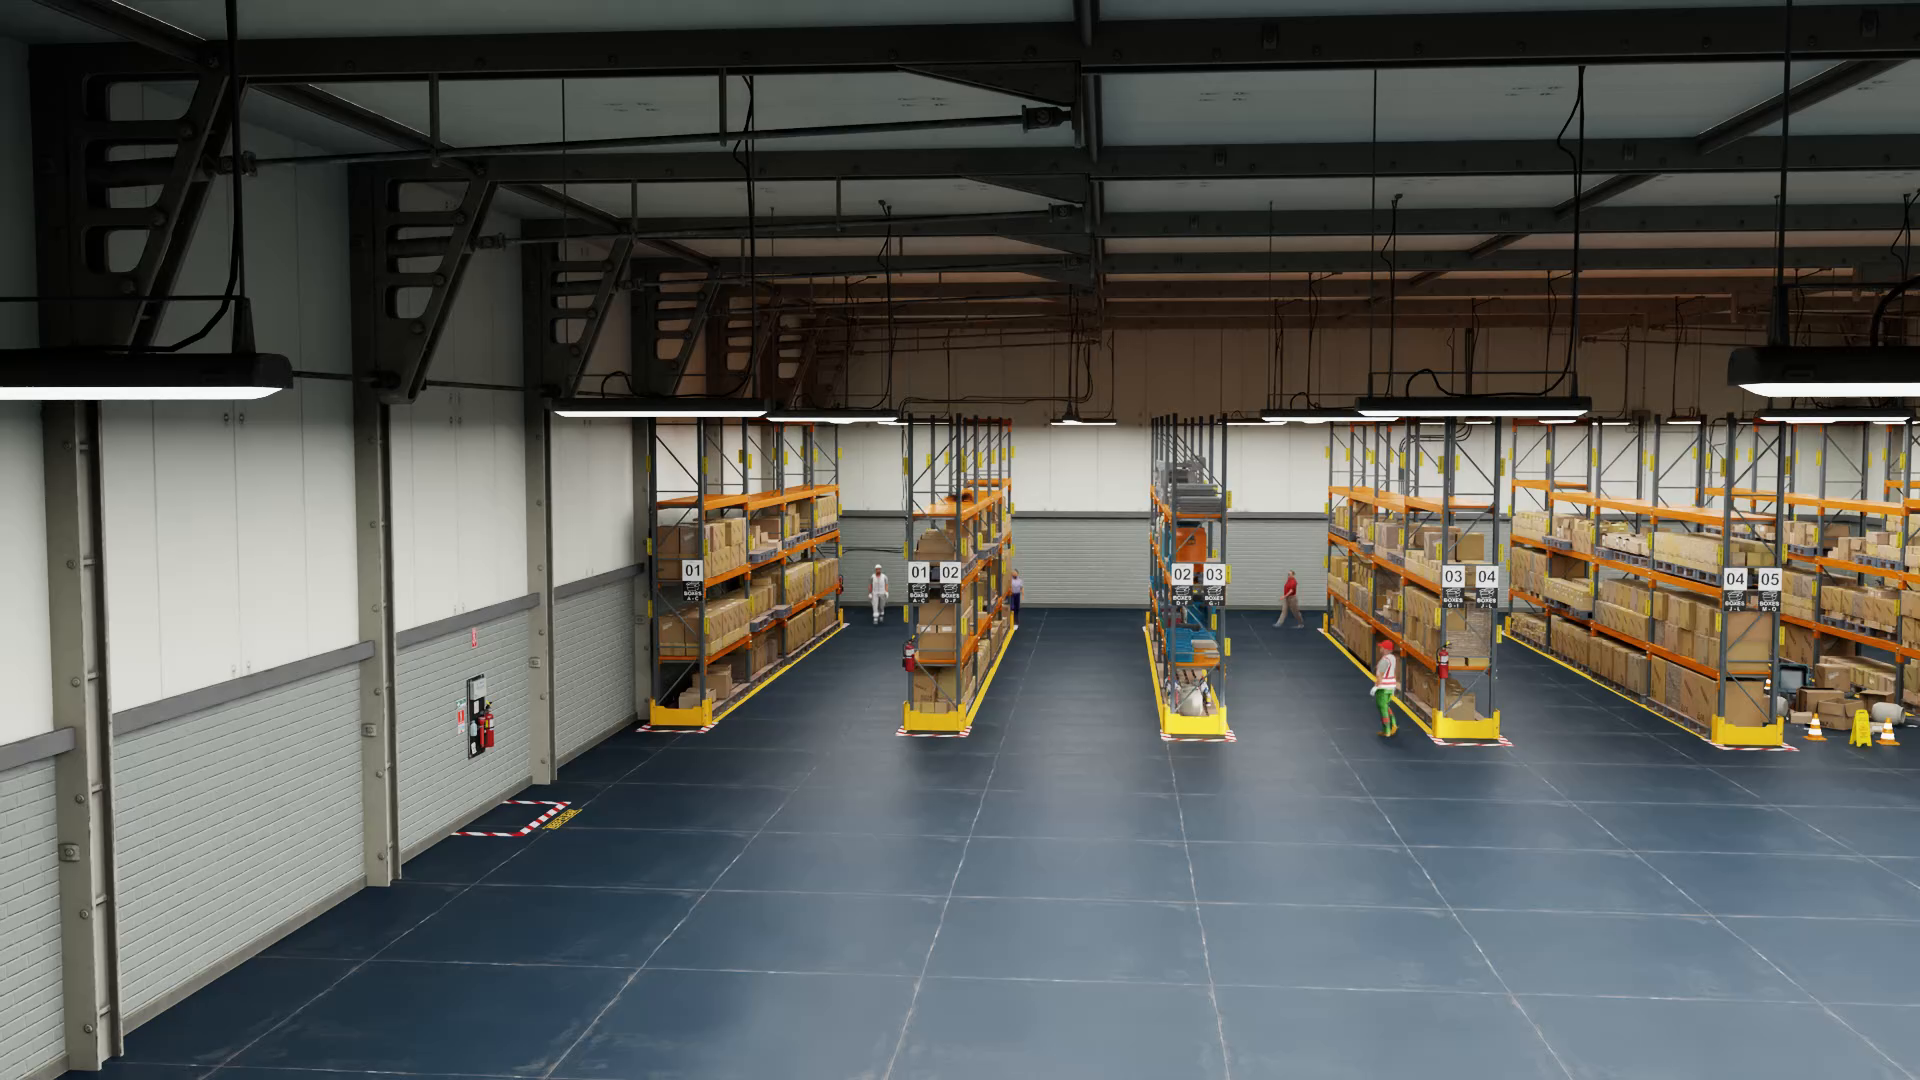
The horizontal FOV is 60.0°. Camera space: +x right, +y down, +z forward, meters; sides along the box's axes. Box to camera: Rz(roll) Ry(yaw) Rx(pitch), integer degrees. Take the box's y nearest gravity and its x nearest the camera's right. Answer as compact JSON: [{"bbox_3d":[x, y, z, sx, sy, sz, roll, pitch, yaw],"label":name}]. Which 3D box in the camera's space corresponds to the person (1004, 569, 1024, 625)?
[{"bbox_3d":[1.592,1.664,48.425,0.628,1.618,0.861,-2,4,-22],"label":"person"}]

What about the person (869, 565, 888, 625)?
[{"bbox_3d":[-2.365,1.583,48.252,0.582,1.733,1.055,0,4,-2],"label":"person"}]

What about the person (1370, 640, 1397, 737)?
[{"bbox_3d":[7.856,2.745,30.824,0.568,1.801,0.436,-3,5,-37],"label":"person"}]

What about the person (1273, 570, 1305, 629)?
[{"bbox_3d":[9.346,1.693,47.304,0.971,1.677,0.652,-1,4,-12],"label":"person"}]
